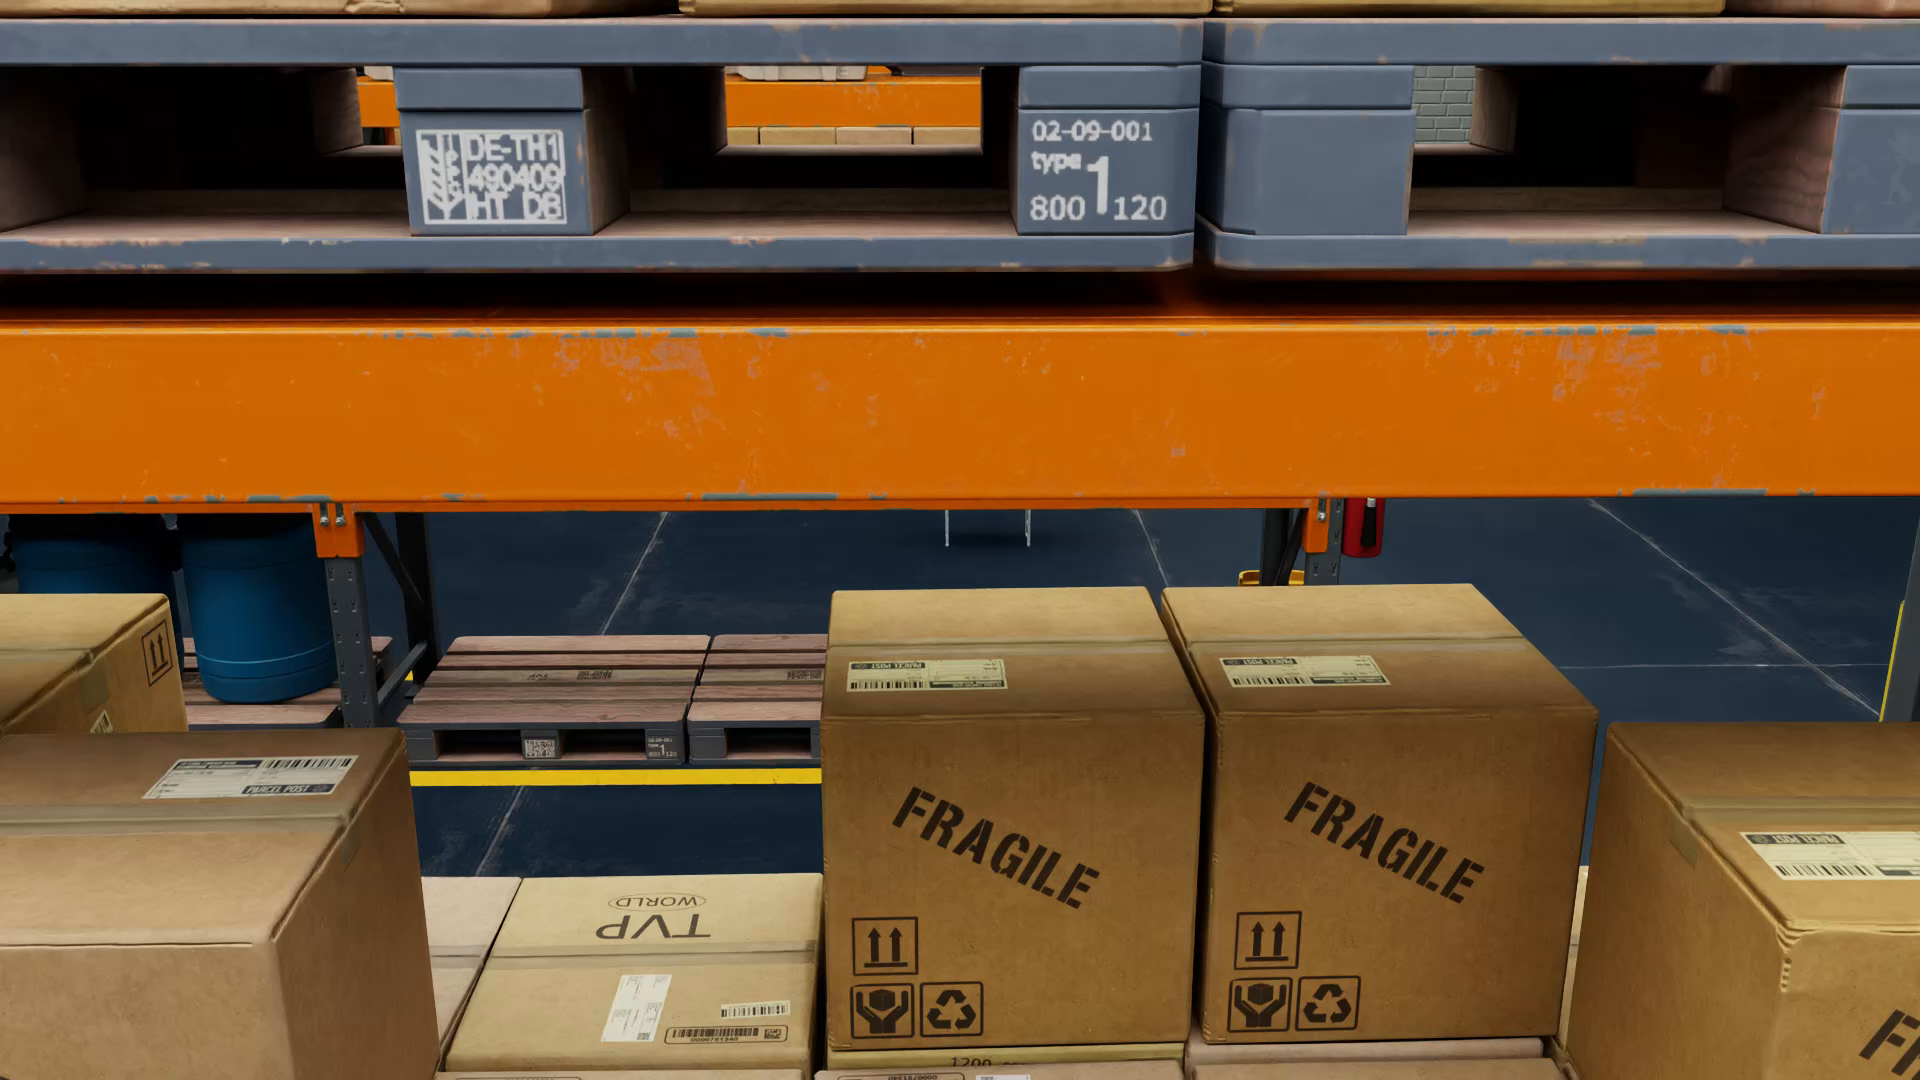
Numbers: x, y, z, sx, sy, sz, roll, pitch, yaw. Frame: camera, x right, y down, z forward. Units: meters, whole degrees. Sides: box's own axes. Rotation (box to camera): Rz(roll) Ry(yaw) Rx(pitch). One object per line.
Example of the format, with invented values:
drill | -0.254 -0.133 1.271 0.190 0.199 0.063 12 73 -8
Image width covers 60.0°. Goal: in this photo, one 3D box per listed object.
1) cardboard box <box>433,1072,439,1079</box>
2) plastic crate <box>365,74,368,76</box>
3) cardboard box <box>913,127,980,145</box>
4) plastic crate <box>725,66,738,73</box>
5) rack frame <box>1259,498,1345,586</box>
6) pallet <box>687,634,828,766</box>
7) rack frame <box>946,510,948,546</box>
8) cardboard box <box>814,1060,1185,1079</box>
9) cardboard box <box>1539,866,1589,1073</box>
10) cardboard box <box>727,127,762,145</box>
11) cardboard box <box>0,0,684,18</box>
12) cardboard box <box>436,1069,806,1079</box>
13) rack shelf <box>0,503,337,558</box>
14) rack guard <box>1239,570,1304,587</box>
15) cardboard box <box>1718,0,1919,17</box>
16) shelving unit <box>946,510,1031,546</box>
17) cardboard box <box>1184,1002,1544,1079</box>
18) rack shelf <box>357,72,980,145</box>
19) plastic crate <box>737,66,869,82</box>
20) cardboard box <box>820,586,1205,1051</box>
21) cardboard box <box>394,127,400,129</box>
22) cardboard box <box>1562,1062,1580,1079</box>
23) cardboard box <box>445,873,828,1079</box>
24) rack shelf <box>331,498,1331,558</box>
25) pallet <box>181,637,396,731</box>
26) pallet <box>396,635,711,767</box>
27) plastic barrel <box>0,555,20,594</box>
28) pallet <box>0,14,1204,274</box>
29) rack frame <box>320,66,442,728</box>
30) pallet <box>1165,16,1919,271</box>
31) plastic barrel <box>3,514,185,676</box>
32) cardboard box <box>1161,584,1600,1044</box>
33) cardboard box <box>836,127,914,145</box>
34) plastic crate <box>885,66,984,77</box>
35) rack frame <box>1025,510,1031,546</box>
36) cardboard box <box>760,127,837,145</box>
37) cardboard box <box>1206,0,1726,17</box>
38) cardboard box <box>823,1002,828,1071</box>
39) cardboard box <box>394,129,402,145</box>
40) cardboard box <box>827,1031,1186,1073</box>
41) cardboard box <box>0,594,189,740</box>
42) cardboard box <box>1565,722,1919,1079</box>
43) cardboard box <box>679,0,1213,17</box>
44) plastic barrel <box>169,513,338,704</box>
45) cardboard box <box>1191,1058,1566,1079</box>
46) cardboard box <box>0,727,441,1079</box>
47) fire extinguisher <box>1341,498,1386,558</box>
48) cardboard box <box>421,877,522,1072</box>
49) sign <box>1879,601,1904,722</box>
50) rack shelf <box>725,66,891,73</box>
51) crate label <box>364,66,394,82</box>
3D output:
cardboard box | -0.949 0.911 2.056 0.500 0.250 0.500 0 18 1
plastic crate | -2.098 -2.026 6.889 0.662 0.188 0.450 0 18 -1
cardboard box | -0.056 -2.567 11.339 0.500 0.500 0.500 0 18 1
plastic crate | -0.738 -2.079 6.901 0.530 0.282 0.437 0 18 -1
rack frame | 1.483 -0.623 7.080 0.127 3.000 1.000 0 18 -1
pallet | -0.559 0.701 7.515 1.213 0.211 1.003 0 18 -1
rack frame | -0.078 -0.571 9.863 0.015 1.200 0.240 0 18 -1
cardboard box | 0.064 0.907 2.067 0.500 0.250 0.500 -1 18 -3
cardboard box | 1.077 0.739 2.592 0.500 0.250 0.500 -1 18 -2
cardboard box | -1.600 -2.560 11.316 0.500 0.500 0.500 -1 18 -3
cardboard box | -0.594 -0.797 1.697 0.500 0.500 0.700 1 18 2
cardboard box | -0.456 0.911 2.056 0.500 0.250 0.500 0 18 -1
rack shelf | -4.517 -0.252 7.100 4.000 0.370 1.077 0 18 -1
rack guard | 1.507 0.563 7.475 0.348 0.500 1.175 0 18 -1
cardboard box | 1.042 -0.815 1.753 0.500 0.500 0.700 -1 18 -4
shelving unit | 0.166 -0.572 9.867 0.503 1.200 0.258 0 18 -1
cardboard box | 0.557 0.743 2.578 0.500 0.250 0.500 0 18 -2
rack shelf | -0.517 -1.700 6.702 4.000 0.370 1.077 0 18 -1
plastic crate | -0.579 -1.840 6.395 0.530 0.136 0.437 0 18 -1
cardboard box | 0.059 0.389 2.457 0.500 0.500 0.500 -1 18 -2
cardboard box | -5.177 -4.096 15.996 0.500 0.250 0.500 0 18 0
cardboard box | 1.081 0.902 2.082 0.500 0.250 0.500 -1 18 -2
cardboard box | -0.467 0.749 2.561 0.500 0.250 0.500 -1 18 -2
rack shelf | -0.517 -0.271 7.160 4.000 0.370 1.077 0 18 -1
pallet | -3.289 0.715 7.474 1.213 0.211 1.003 0 18 -1
pallet | -1.782 0.708 7.494 1.213 0.211 1.003 0 18 -1
plastic barrel | -4.335 0.357 7.410 0.421 0.512 0.421 0 18 0
pallet | -0.404 -0.483 1.878 1.213 0.211 1.003 0 18 -1
rack frame | -2.517 -0.604 7.020 0.127 3.000 1.000 0 18 -1
pallet | 0.819 -0.490 1.899 1.213 0.211 1.003 0 18 -1
plastic barrel | -3.769 0.196 7.274 0.708 0.901 0.600 0 18 -1
cardboard box | 0.577 0.384 2.470 0.500 0.500 0.500 -1 18 -2
cardboard box | -0.569 -2.565 11.332 0.500 0.500 0.500 0 18 1
plastic crate | -0.049 -2.099 6.871 0.767 0.338 0.504 0 18 -1
rack frame | 0.409 -0.573 9.870 0.015 1.200 0.240 0 18 -1
cardboard box | -1.086 -2.562 11.323 0.500 0.500 0.500 -1 18 -2
cardboard box | 0.477 -0.849 1.859 0.500 0.500 0.700 -1 18 -3
cardboard box | -0.337 0.918 2.688 0.250 0.149 0.380 -1 18 -2
cardboard box | -5.163 -3.735 16.098 0.500 0.500 0.500 0 18 -1
cardboard box | 0.055 0.745 2.574 0.500 0.250 0.500 -1 18 -3
cardboard box | -1.482 0.396 2.433 0.500 0.500 0.500 0 18 0
cardboard box | 1.078 0.545 1.970 0.500 0.500 0.500 0 18 0
cardboard box | -0.039 -0.832 1.806 0.500 0.500 0.700 -1 18 -5
plastic barrel | -3.061 0.192 7.285 0.708 0.901 0.600 0 18 -1
cardboard box | 0.573 0.905 2.075 0.500 0.250 0.500 -1 18 -2
cardboard box | -0.943 0.553 1.944 0.500 0.500 0.500 -1 18 -3
fire extinguisher | 1.641 -0.271 6.719 0.183 0.674 0.296 0 18 -1
cardboard box | -0.974 0.750 2.557 0.500 0.250 0.500 0 18 0
sign | 1.558 0.270 2.749 0.005 0.325 0.100 0 18 -1
rack shelf | -0.592 -3.212 11.418 4.000 0.370 1.077 0 18 -1
crate label | -2.023 -1.821 6.335 0.466 0.136 0.293 0 18 -1
